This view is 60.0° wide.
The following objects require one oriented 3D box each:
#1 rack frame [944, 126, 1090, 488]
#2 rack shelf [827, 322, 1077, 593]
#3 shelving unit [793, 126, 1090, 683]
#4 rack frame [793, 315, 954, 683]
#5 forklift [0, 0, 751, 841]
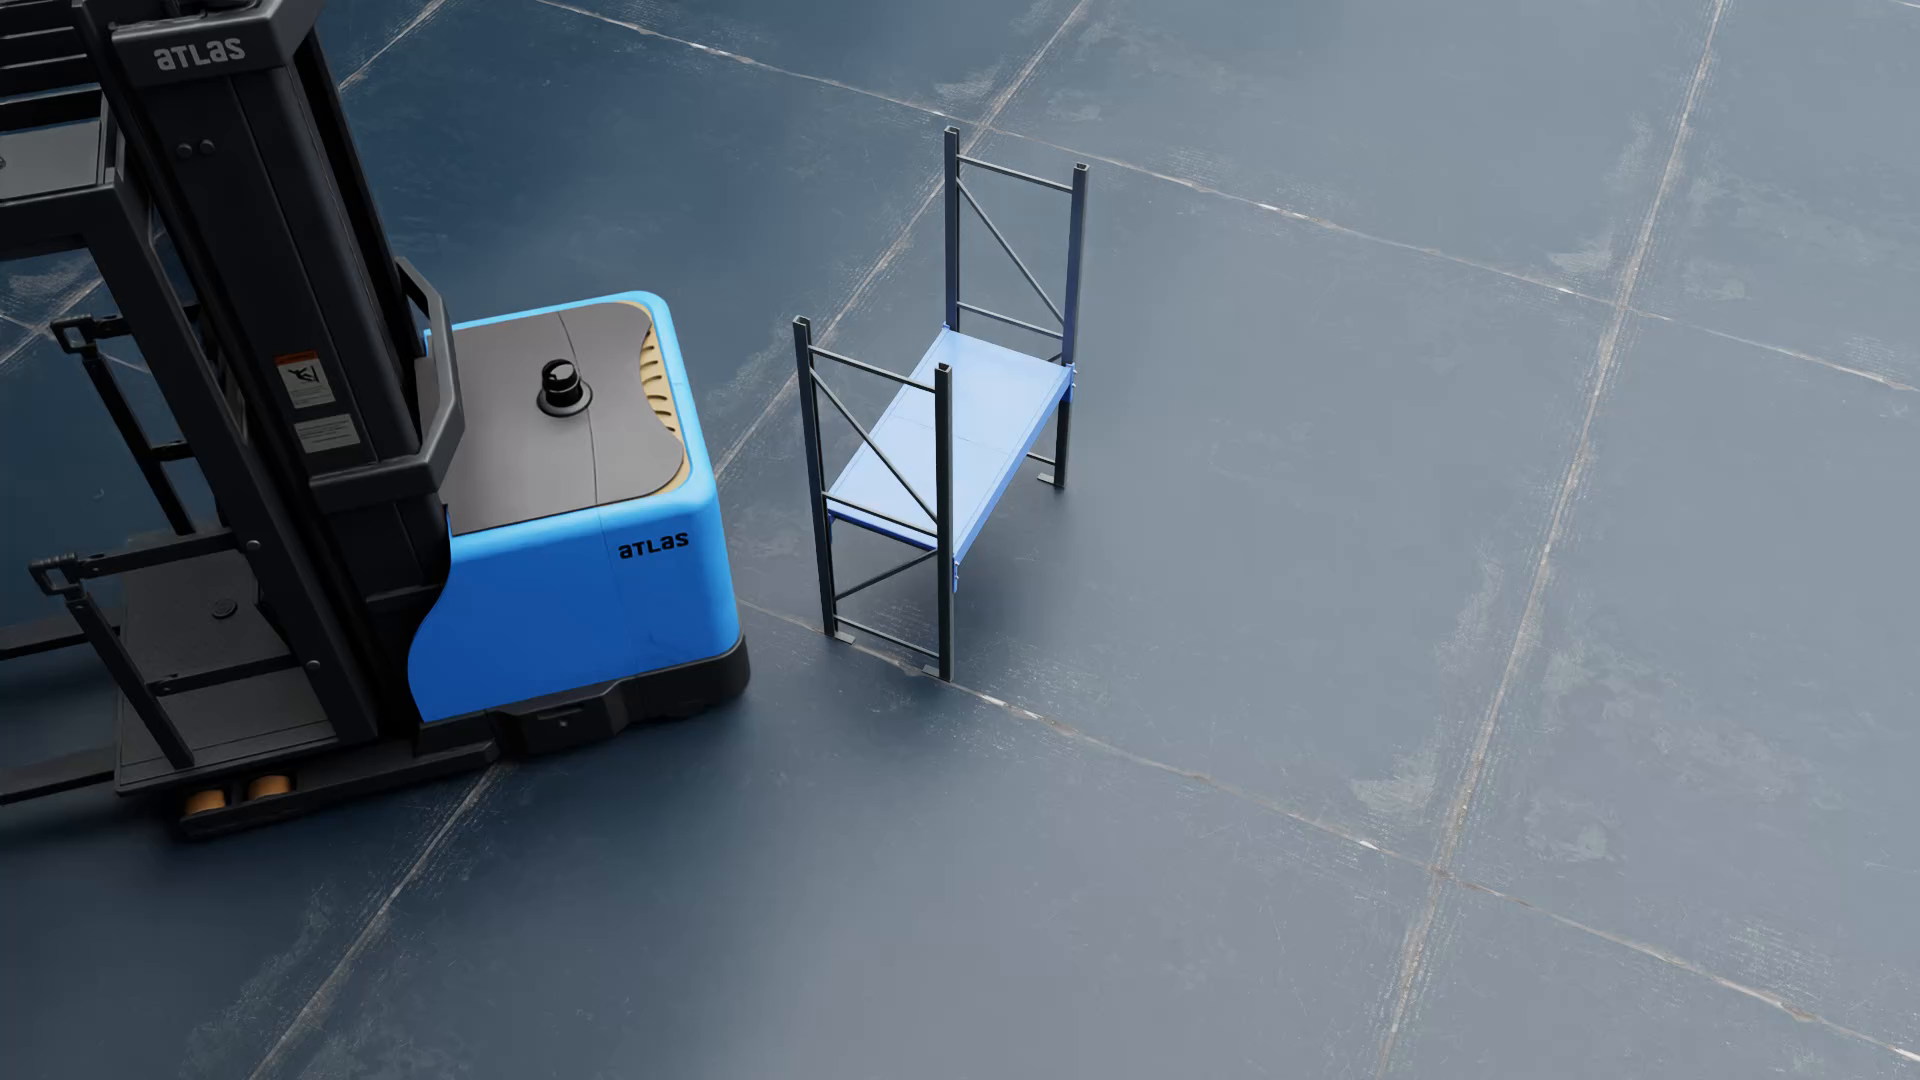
[{"bbox_3d":[0.181,-0.777,5.927,0.500,1.500,0.032,20,52,16],"label":"rack frame"},{"bbox_3d":[-0.036,-0.311,5.766,0.538,0.185,1.000,20,52,16],"label":"rack shelf"},{"bbox_3d":[-0.036,-0.427,5.629,0.538,1.500,1.048,20,52,16],"label":"shelving unit"},{"bbox_3d":[-0.254,-0.077,5.331,0.500,1.500,0.032,20,52,16],"label":"rack frame"},{"bbox_3d":[-2.300,-0.437,4.697,3.031,2.935,1.130,-13,51,-11],"label":"forklift"}]
